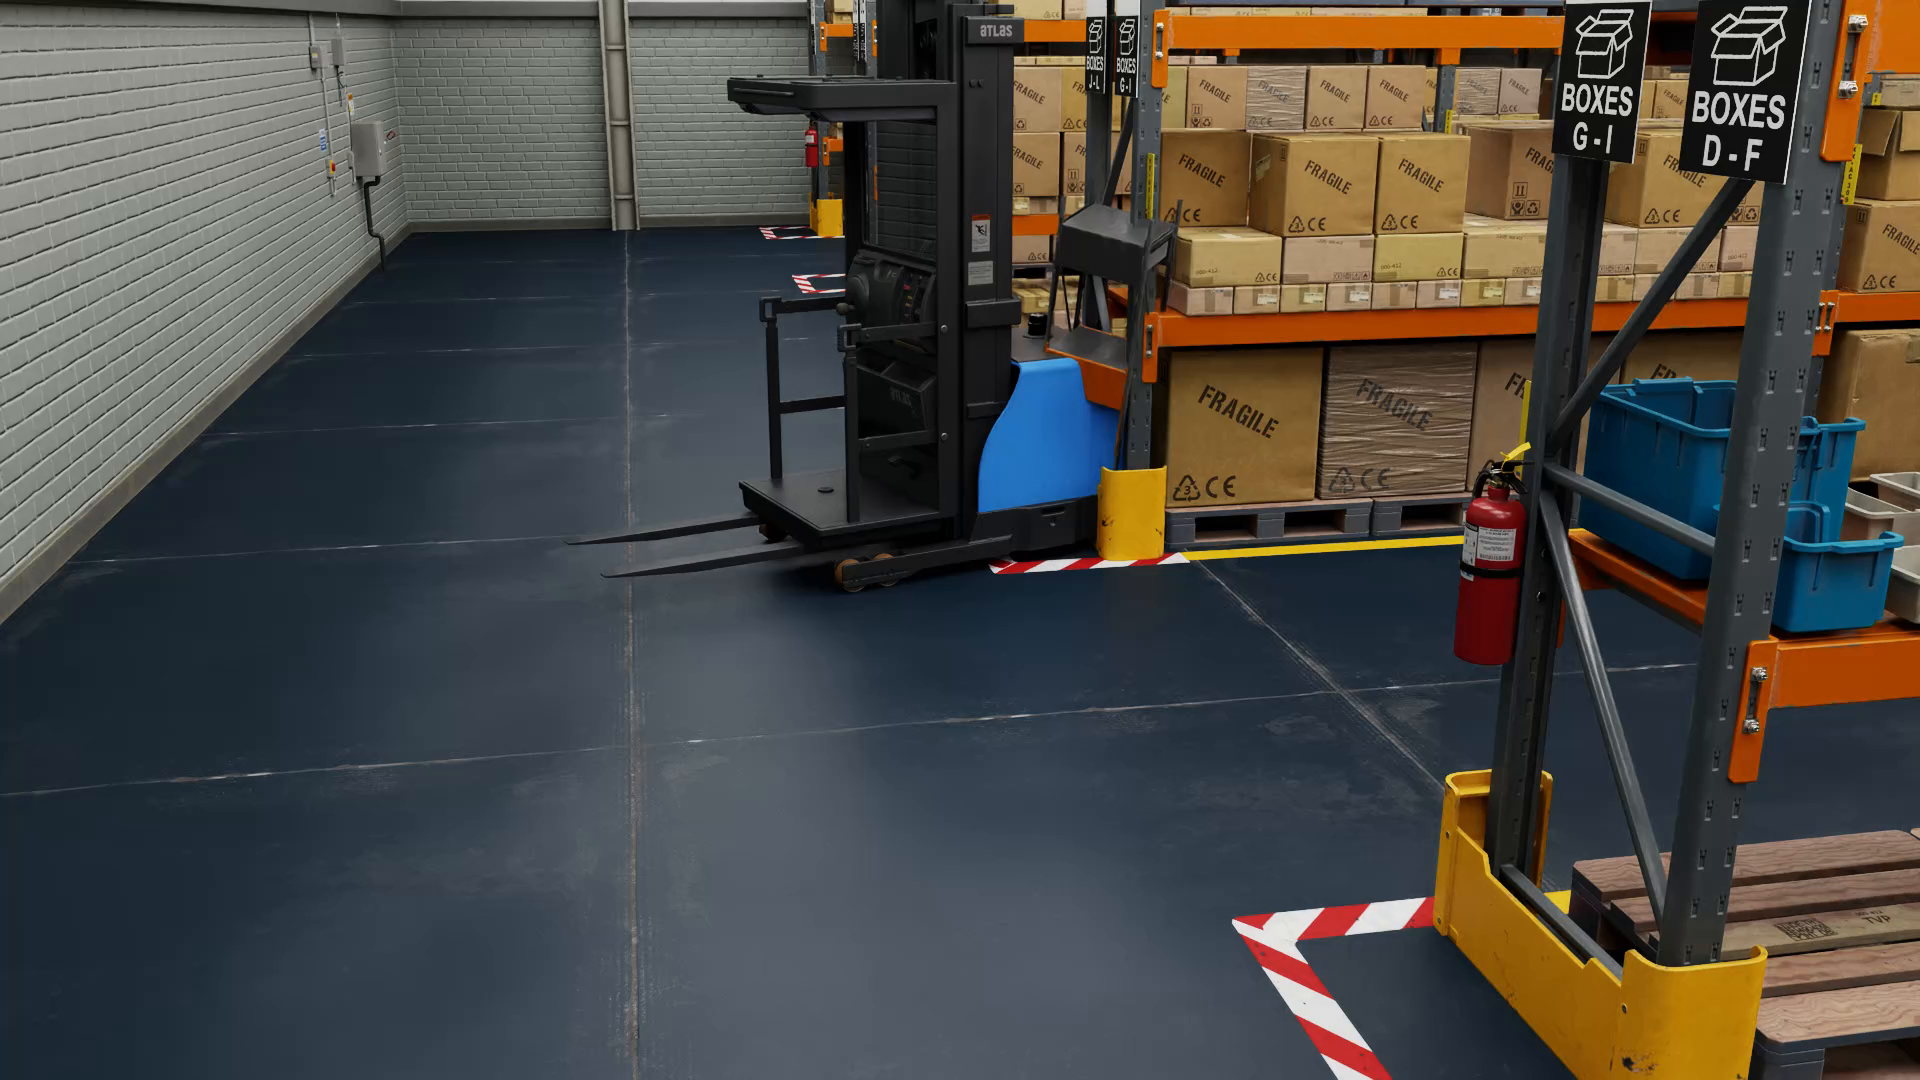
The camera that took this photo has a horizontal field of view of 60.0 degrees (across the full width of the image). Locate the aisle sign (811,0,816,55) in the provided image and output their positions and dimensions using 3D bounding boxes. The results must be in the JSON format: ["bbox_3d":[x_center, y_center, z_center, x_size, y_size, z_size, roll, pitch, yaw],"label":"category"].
[{"bbox_3d":[-1.976,-6.936,22.359,0.004,0.787,0.394,-3,17,-10],"label":"aisle sign"}]

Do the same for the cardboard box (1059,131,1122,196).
[{"bbox_3d":[1.033,-3.103,13.628,0.500,0.500,0.500,-3,17,-10],"label":"cardboard box"}]

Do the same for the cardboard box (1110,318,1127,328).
[{"bbox_3d":[1.358,-1.887,13.979,0.250,0.149,0.380,-3,17,-9],"label":"cardboard box"}]

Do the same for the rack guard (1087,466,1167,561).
[{"bbox_3d":[0.837,-0.298,9.432,0.348,0.500,1.175,-3,17,-10],"label":"rack guard"}]

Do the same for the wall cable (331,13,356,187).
[{"bbox_3d":[-6.831,-4.925,18.506,0.122,1.984,0.588,-3,17,-10],"label":"wall cable"}]

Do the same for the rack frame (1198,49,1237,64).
[{"bbox_3d":[2.908,-4.574,19.096,0.127,3.000,1.000,-3,17,-10],"label":"rack frame"}]

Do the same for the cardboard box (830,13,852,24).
[{"bbox_3d":[-1.607,-7.047,22.465,0.250,0.149,0.380,-3,17,-9],"label":"cardboard box"}]

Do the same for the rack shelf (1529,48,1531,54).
[{"bbox_3d":[8.799,-5.998,19.849,4.000,0.370,1.077,-3,17,-10],"label":"rack shelf"}]

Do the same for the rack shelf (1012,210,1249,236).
[{"bbox_3d":[1.983,-2.698,14.211,4.000,0.370,1.077,-3,17,-10],"label":"rack shelf"}]

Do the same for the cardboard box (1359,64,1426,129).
[{"bbox_3d":[3.536,-3.717,13.924,0.500,0.500,0.500,-4,17,-12],"label":"cardboard box"}]

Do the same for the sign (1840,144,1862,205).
[{"bbox_3d":[4.895,-2.009,9.135,0.005,0.325,0.100,-3,17,-10],"label":"sign"}]

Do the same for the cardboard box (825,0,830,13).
[{"bbox_3d":[-1.579,-7.390,22.903,0.500,0.250,0.500,-4,17,-11],"label":"cardboard box"}]

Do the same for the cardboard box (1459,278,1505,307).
[{"bbox_3d":[2.782,-1.385,9.141,0.250,0.149,0.380,-4,17,-12],"label":"cardboard box"}]

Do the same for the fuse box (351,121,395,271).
[{"bbox_3d":[-6.806,-4.028,19.513,0.414,1.711,0.539,-3,17,-10],"label":"fuse box"}]

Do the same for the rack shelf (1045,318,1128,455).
[{"bbox_3d":[0.744,-0.839,9.022,0.480,0.518,0.431,20,34,22],"label":"rack shelf"}]

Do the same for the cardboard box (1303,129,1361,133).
[{"bbox_3d":[3.015,-3.206,13.964,0.500,0.500,0.500,-4,17,-12],"label":"cardboard box"}]

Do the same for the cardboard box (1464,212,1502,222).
[{"bbox_3d":[2.795,-1.755,9.667,0.500,0.250,0.500,-3,17,-10],"label":"cardboard box"}]

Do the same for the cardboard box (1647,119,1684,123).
[{"bbox_3d":[6.353,-3.713,14.990,0.250,0.149,0.380,-2,17,-8],"label":"cardboard box"}]

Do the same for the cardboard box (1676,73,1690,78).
[{"bbox_3d":[10.948,-6.925,24.968,0.250,0.149,0.380,-3,17,-9],"label":"cardboard box"}]

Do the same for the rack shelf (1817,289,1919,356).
[{"bbox_3d":[6.752,-1.485,10.263,4.000,0.370,1.077,-3,17,-10],"label":"rack shelf"}]

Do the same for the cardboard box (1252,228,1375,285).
[{"bbox_3d":[1.893,-1.545,8.982,0.500,0.250,0.500,-3,17,-11],"label":"cardboard box"}]

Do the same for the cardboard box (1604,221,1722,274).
[{"bbox_3d":[3.897,-1.658,9.351,0.500,0.250,0.500,-3,17,-9],"label":"cardboard box"}]

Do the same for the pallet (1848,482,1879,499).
[{"bbox_3d":[5.532,-0.449,10.415,1.213,0.211,1.003,-3,17,-10],"label":"pallet"}]

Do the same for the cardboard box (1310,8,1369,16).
[{"bbox_3d":[3.024,-4.385,13.628,0.500,0.250,0.500,-3,17,-11],"label":"cardboard box"}]

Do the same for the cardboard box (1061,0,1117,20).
[{"bbox_3d":[1.026,-4.272,13.257,0.500,0.250,0.500,-3,17,-9],"label":"cardboard box"}]

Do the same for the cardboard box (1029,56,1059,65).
[{"bbox_3d":[0.913,-5.202,18.160,0.250,0.149,0.380,-4,17,-12],"label":"cardboard box"}]

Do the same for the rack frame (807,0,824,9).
[{"bbox_3d":[-1.964,-8.650,22.148,0.127,3.000,1.000,-3,17,-10],"label":"rack frame"}]

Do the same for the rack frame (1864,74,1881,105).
[{"bbox_3d":[7.874,-3.376,15.194,0.127,3.000,1.000,-3,17,-10],"label":"rack frame"}]

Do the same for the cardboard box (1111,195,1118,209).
[{"bbox_3d":[1.144,-2.813,13.790,0.250,0.149,0.380,-2,17,-8],"label":"cardboard box"}]

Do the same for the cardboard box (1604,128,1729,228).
[{"bbox_3d":[3.895,-2.017,9.242,0.500,0.500,0.500,-3,17,-10],"label":"cardboard box"}]

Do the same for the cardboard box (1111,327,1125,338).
[{"bbox_3d":[1.350,-1.742,14.014,0.250,0.149,0.380,-3,17,-10],"label":"cardboard box"}]

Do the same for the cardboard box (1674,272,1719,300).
[{"bbox_3d":[4.046,-1.457,9.376,0.250,0.149,0.380,-4,17,-11],"label":"cardboard box"}]

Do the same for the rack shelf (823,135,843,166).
[{"bbox_3d":[-0.001,-5.550,23.497,4.000,0.370,1.077,-3,17,-10],"label":"rack shelf"}]

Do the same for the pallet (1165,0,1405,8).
[{"bbox_3d":[1.587,-2.931,8.786,1.213,0.211,1.003,-3,17,-10],"label":"pallet"}]

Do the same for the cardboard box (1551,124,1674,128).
[{"bbox_3d":[3.785,-2.168,9.734,0.500,0.500,0.500,-3,17,-10],"label":"cardboard box"}]

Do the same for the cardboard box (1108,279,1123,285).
[{"bbox_3d":[1.245,-2.200,14.492,0.250,0.149,0.380,-4,18,-13],"label":"cardboard box"}]

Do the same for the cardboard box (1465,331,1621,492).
[{"bbox_3d":[3.241,-0.839,9.837,0.875,0.875,0.875,-3,17,-10],"label":"cardboard box"}]

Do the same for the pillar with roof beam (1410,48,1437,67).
[{"bbox_3d":[7.816,-8.187,20.640,0.400,9.000,9.100,-3,17,-10],"label":"pillar with roof beam"}]

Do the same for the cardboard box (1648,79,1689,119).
[{"bbox_3d":[8.352,-5.209,19.769,0.500,0.500,0.500,-3,17,-10],"label":"cardboard box"}]

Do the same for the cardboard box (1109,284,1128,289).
[{"bbox_3d":[1.346,-2.049,14.000,0.250,0.149,0.380,-4,18,-13],"label":"cardboard box"}]

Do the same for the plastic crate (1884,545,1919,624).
[{"bbox_3d":[2.436,0.118,4.167,0.298,0.136,0.250,-3,17,-10],"label":"plastic crate"}]

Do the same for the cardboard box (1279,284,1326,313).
[{"bbox_3d":[1.775,-1.328,8.955,0.250,0.149,0.380,-4,17,-12],"label":"cardboard box"}]

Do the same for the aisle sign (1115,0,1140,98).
[{"bbox_3d":[0.847,-2.647,8.393,0.004,0.787,0.394,-3,17,-10],"label":"aisle sign"}]

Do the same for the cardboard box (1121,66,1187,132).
[{"bbox_3d":[1.520,-3.599,13.541,0.500,0.500,0.500,-4,17,-12],"label":"cardboard box"}]

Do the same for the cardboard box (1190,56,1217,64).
[{"bbox_3d":[2.666,-5.301,18.485,0.250,0.149,0.380,-4,17,-12],"label":"cardboard box"}]

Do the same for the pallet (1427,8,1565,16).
[{"bbox_3d":[4.573,-4.501,14.067,1.003,0.211,1.213,-3,17,-10],"label":"pallet"}]

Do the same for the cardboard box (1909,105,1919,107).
[{"bbox_3d":[6.090,-2.318,9.870,0.637,0.503,0.797,-3,17,-10],"label":"cardboard box"}]

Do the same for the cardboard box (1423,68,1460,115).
[{"bbox_3d":[5.387,-5.162,19.136,0.500,0.500,0.500,-3,17,-10],"label":"cardboard box"}]

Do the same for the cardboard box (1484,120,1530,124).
[{"bbox_3d":[4.821,-3.626,14.707,0.250,0.149,0.380,-4,17,-12],"label":"cardboard box"}]

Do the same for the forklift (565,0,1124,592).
[{"bbox_3d":[-0.545,-1.313,8.594,3.031,2.935,1.130,-9,19,-28],"label":"forklift"}]

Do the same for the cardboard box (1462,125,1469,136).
[{"bbox_3d":[4.421,-3.407,13.996,0.250,0.149,0.380,-2,17,-8],"label":"cardboard box"}]

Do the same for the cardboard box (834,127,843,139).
[{"bbox_3d":[-1.589,-5.601,22.868,0.250,0.149,0.380,-3,17,-11],"label":"cardboard box"}]

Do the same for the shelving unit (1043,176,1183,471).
[{"bbox_3d":[0.745,-0.850,9.015,0.503,2.100,0.431,20,34,22],"label":"shelving unit"}]
